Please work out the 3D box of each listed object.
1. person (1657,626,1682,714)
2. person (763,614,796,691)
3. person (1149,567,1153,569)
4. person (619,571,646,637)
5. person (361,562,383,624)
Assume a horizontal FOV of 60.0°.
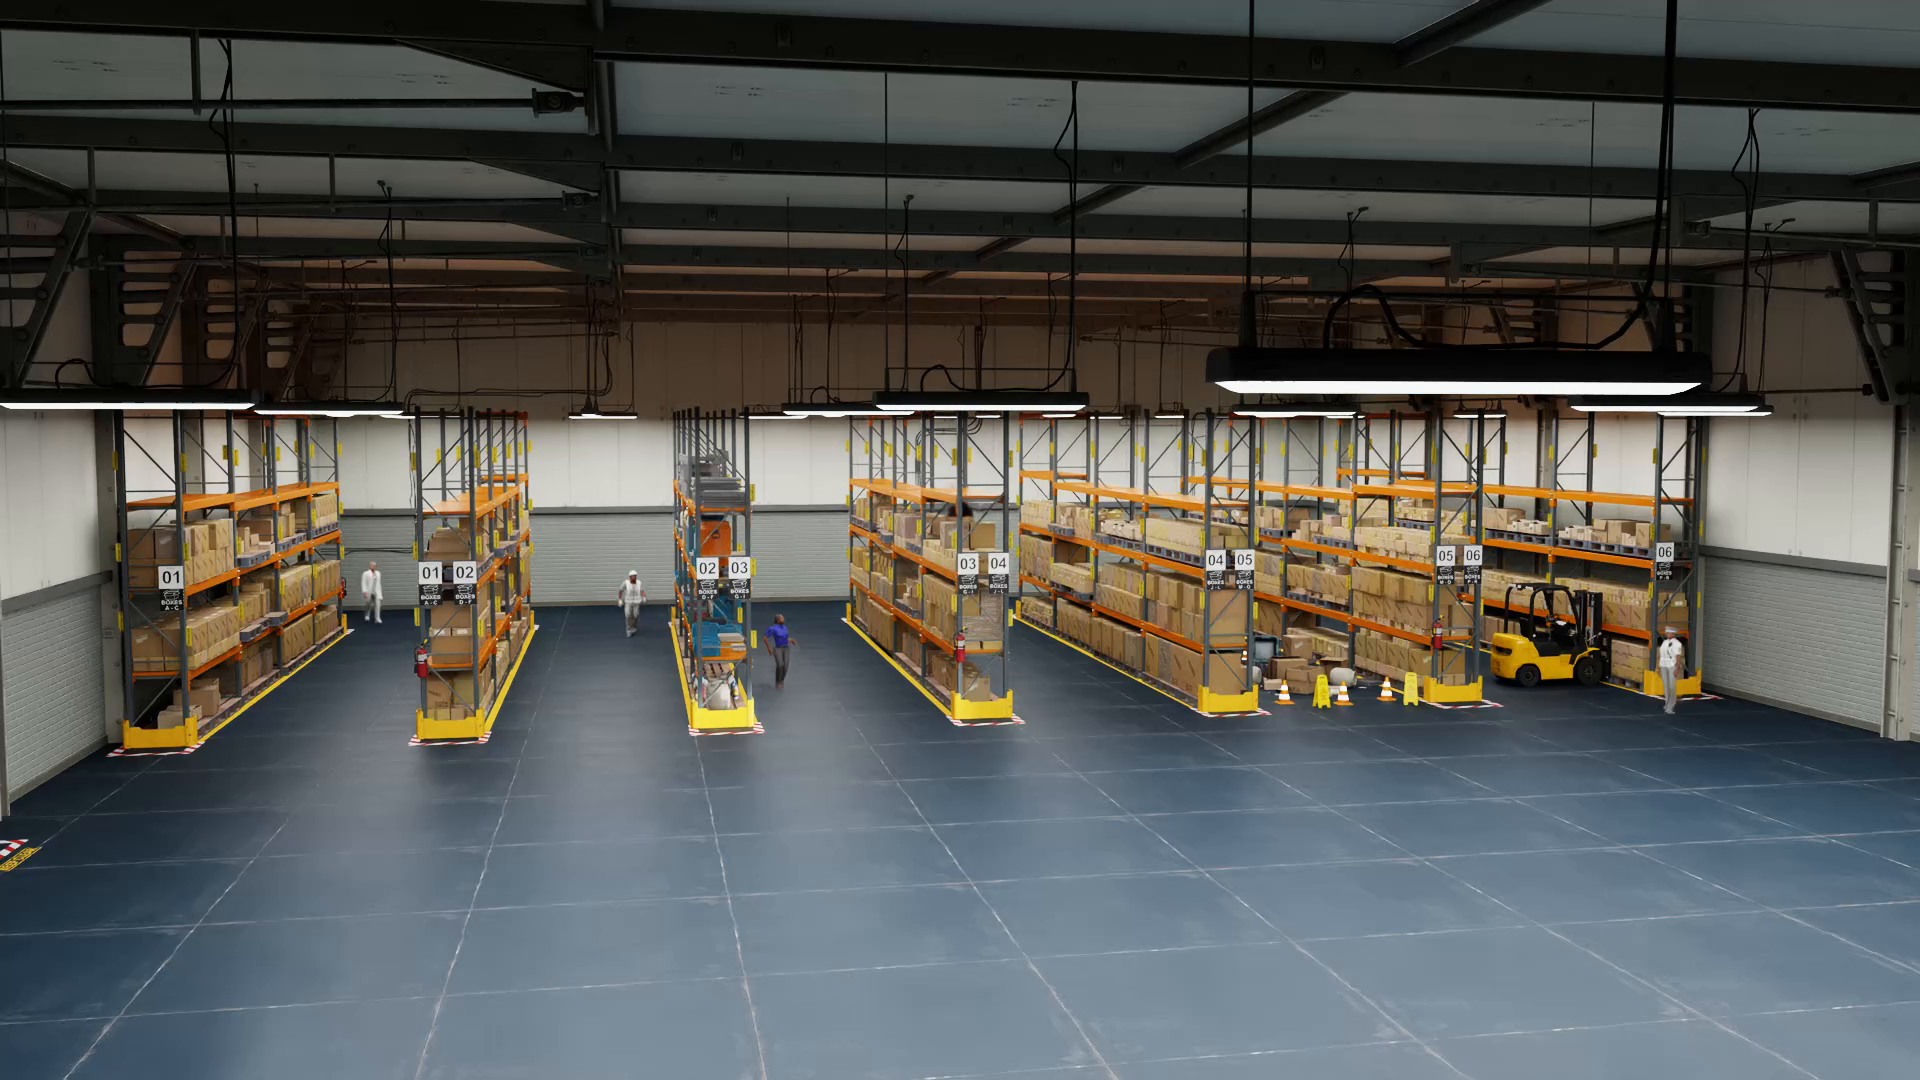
[{"bbox_3d":[14.005,2.552,32.857,0.510,1.704,0.464,-3,5,-35],"label":"person"},{"bbox_3d":[-3.871,2.410,35.508,0.626,1.633,0.624,-2,4,-24],"label":"person"},{"bbox_3d":[5.399,1.567,47.214,0.337,1.601,0.482,-2,5,-26],"label":"person"},{"bbox_3d":[-8.795,1.716,44.626,0.713,1.808,0.878,-1,4,-9],"label":"person"},{"bbox_3d":[-16.696,1.496,47.180,0.555,1.734,1.131,-2,5,-26],"label":"person"}]
